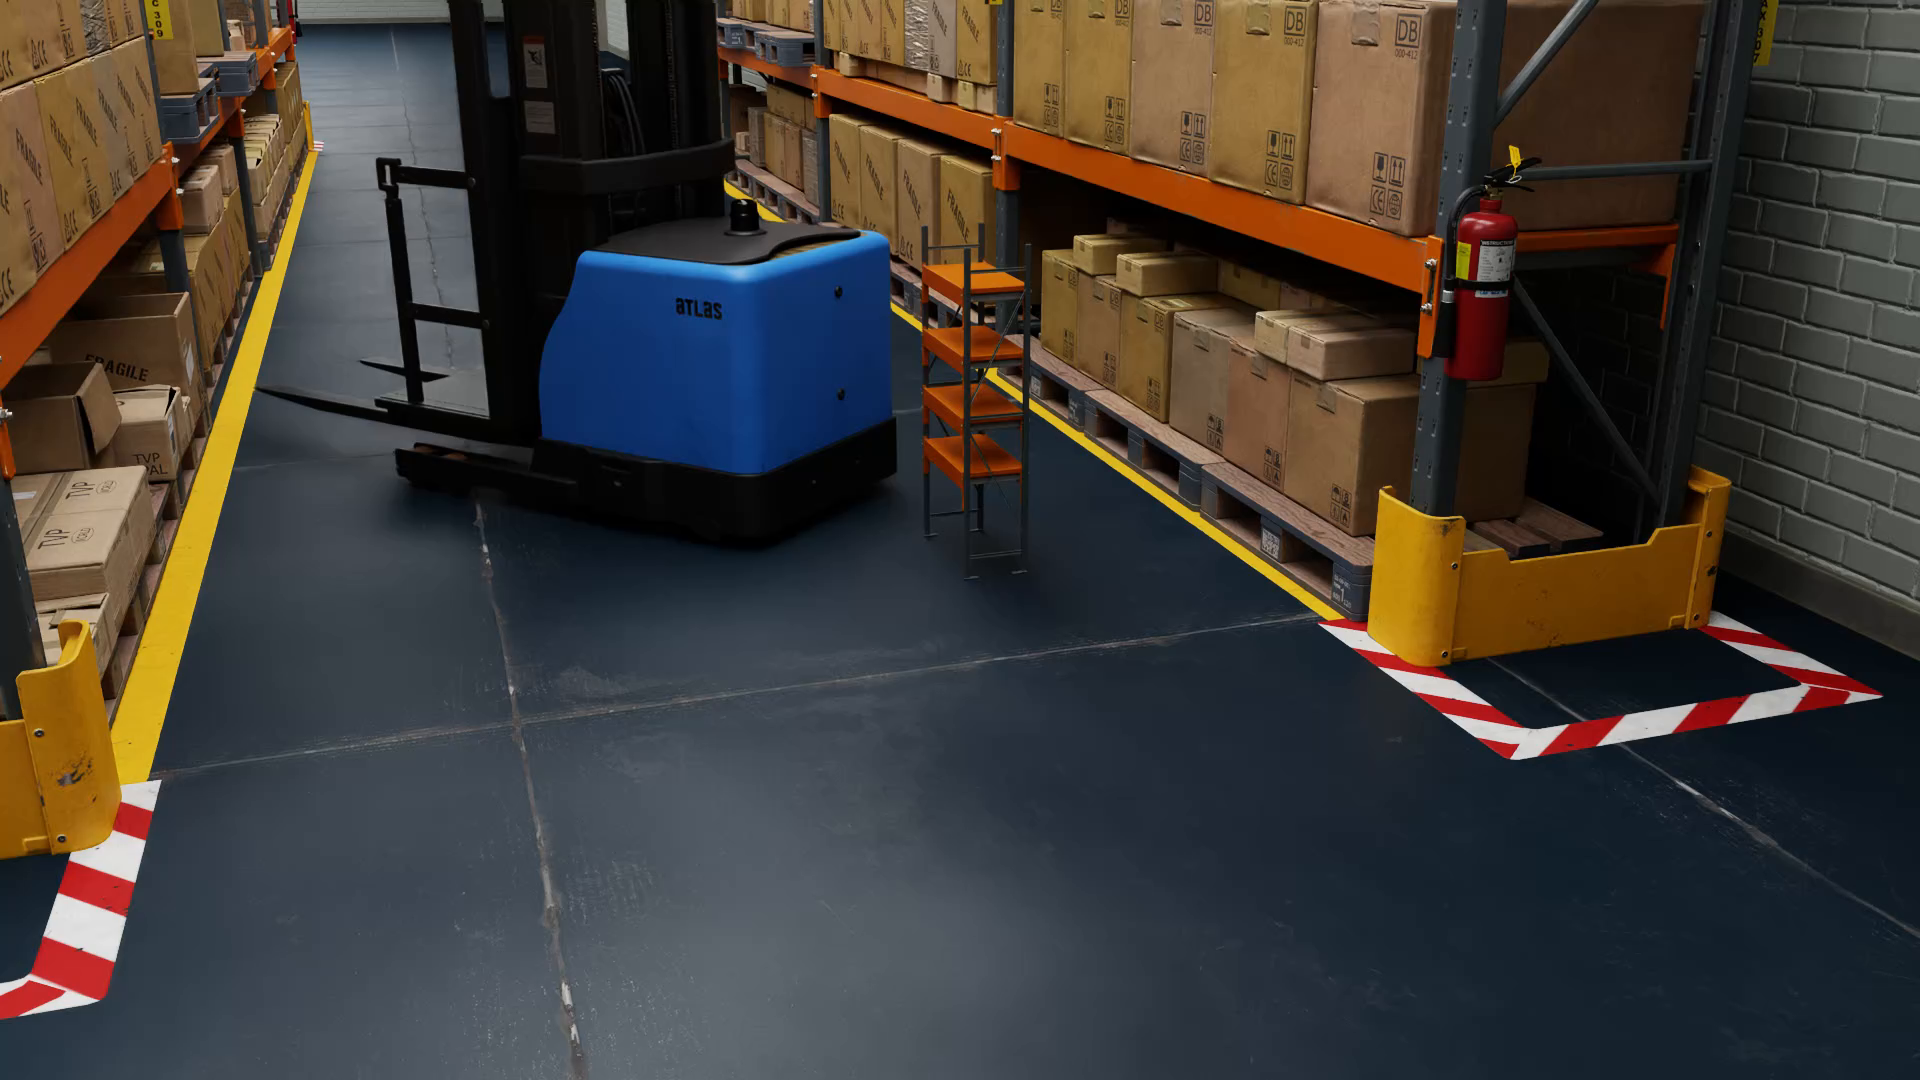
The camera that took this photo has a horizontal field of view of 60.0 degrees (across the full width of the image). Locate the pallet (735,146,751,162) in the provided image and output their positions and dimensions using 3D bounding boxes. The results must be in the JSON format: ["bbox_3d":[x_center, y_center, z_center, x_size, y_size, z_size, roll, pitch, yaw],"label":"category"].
[{"bbox_3d":[-2.075,-3.876,16.895,1.003,0.211,1.213,-6,21,-17],"label":"pallet"}]

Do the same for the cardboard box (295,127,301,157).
[{"bbox_3d":[-6.694,-3.855,16.160,0.500,0.250,0.500,-6,21,-17],"label":"cardboard box"}]

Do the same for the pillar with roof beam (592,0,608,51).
[{"bbox_3d":[-11.791,-14.270,32.832,9.100,9.000,0.400,-6,21,-17],"label":"pillar with roof beam"}]

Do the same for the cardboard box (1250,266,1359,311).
[{"bbox_3d":[1.455,-1.054,7.030,0.380,0.149,0.250,-6,21,-17],"label":"cardboard box"}]

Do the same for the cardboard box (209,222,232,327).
[{"bbox_3d":[-4.266,-1.425,8.992,0.500,0.500,0.500,-6,21,-17],"label":"cardboard box"}]

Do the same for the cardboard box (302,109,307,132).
[{"bbox_3d":[-7.340,-4.495,17.941,0.500,0.250,0.500,-6,21,-17],"label":"cardboard box"}]

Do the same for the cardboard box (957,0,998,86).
[{"bbox_3d":[0.300,-2.727,8.954,0.500,0.500,0.500,-7,21,-18],"label":"cardboard box"}]

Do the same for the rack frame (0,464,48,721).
[{"bbox_3d":[-2.760,-0.598,3.644,1.000,3.000,0.127,-6,21,-17],"label":"rack frame"}]

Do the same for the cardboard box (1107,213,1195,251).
[{"bbox_3d":[0.965,-1.552,8.418,0.380,0.149,0.250,-7,21,-18],"label":"cardboard box"}]

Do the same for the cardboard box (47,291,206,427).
[{"bbox_3d":[-3.569,-0.760,7.141,0.500,0.500,0.500,-6,21,-17],"label":"cardboard box"}]

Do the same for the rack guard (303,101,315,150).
[{"bbox_3d":[-7.797,-4.564,18.383,1.175,0.500,0.348,-6,21,-17],"label":"rack guard"}]

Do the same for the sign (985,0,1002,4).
[{"bbox_3d":[0.172,-2.856,8.335,0.100,0.325,0.005,-6,21,-17],"label":"sign"}]

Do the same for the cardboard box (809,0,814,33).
[{"bbox_3d":[-0.730,-4.097,12.586,0.700,0.500,0.500,-9,22,-24],"label":"cardboard box"}]

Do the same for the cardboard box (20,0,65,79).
[{"bbox_3d":[-2.973,-1.614,4.846,0.500,0.500,0.500,-6,21,-16],"label":"cardboard box"}]

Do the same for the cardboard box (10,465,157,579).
[{"bbox_3d":[-2.976,-0.037,5.498,0.500,0.250,0.500,-6,21,-17],"label":"cardboard box"}]

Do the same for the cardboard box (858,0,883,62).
[{"bbox_3d":[-0.353,-3.378,10.766,0.500,0.500,0.500,-6,21,-17],"label":"cardboard box"}]

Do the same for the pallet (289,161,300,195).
[{"bbox_3d":[-6.742,-3.396,15.560,1.003,0.211,1.213,-6,21,-17],"label":"pallet"}]

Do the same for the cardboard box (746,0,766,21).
[{"bbox_3d":[-1.534,-4.883,14.776,0.700,0.500,0.500,-4,20,-12],"label":"cardboard box"}]

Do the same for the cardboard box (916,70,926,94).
[{"bbox_3d":[-0.049,-2.791,10.092,0.380,0.149,0.250,-7,21,-19],"label":"cardboard box"}]

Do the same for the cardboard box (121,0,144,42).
[{"bbox_3d":[-3.613,-2.264,6.657,0.500,0.500,0.500,-6,21,-17],"label":"cardboard box"}]

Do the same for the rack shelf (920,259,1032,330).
[{"bbox_3d":[0.052,-0.881,5.933,0.258,0.148,0.480,-6,21,-17],"label":"rack shelf"}]

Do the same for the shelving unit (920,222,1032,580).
[{"bbox_3d":[0.052,-0.512,6.066,0.258,1.200,0.503,-6,21,-17],"label":"shelving unit"}]

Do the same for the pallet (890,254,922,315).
[{"bbox_3d":[-0.017,-1.729,10.917,1.003,0.211,1.213,-6,21,-17],"label":"pallet"}]

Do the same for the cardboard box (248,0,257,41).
[{"bbox_3d":[-6.849,-4.806,15.212,0.700,0.500,0.500,-7,21,-18],"label":"cardboard box"}]

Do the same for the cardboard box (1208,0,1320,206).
[{"bbox_3d":[1.532,-1.662,6.161,0.980,0.700,0.700,-7,21,-18],"label":"cardboard box"}]

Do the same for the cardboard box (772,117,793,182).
[{"bbox_3d":[-1.251,-3.444,14.615,0.700,0.500,0.500,-6,21,-17],"label":"cardboard box"}]

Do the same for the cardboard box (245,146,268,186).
[{"bbox_3d":[-5.334,-2.700,12.112,0.500,0.311,0.500,-7,21,-19],"label":"cardboard box"}]

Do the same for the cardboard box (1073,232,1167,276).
[{"bbox_3d":[0.756,-1.355,7.870,0.380,0.149,0.250,-6,21,-15],"label":"cardboard box"}]

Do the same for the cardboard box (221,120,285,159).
[{"bbox_3d":[-5.963,-3.351,13.924,0.500,0.311,0.500,-6,21,-16],"label":"cardboard box"}]

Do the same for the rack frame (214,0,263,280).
[{"bbox_3d":[-5.275,-3.165,10.792,1.000,3.000,0.127,-6,21,-17],"label":"rack frame"}]

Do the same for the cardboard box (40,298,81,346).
[{"bbox_3d":[-4.445,-1.040,7.922,0.500,0.500,0.500,-7,21,-17],"label":"cardboard box"}]

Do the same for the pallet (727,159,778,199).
[{"bbox_3d":[-1.584,-3.414,15.610,1.003,0.211,1.213,-6,21,-17],"label":"pallet"}]

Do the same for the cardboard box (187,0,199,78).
[{"bbox_3d":[-4.230,-2.516,8.215,0.700,0.500,0.500,-3,20,-9],"label":"cardboard box"}]

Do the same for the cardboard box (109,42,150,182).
[{"bbox_3d":[-3.453,-1.630,6.370,0.500,0.500,0.500,-6,21,-16],"label":"cardboard box"}]

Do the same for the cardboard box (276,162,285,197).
[{"bbox_3d":[-5.808,-2.924,13.565,0.500,0.250,0.500,-6,21,-16],"label":"cardboard box"}]

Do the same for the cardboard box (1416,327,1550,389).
[{"bbox_3d":[1.855,-0.647,5.898,0.380,0.149,0.250,-6,21,-17],"label":"cardboard box"}]

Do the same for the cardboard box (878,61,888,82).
[{"bbox_3d":[-0.330,-3.128,11.029,0.380,0.149,0.250,-6,21,-16],"label":"cardboard box"}]

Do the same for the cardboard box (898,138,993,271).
[{"bbox_3d":[0.074,-2.075,10.314,0.750,0.750,0.750,-6,21,-16],"label":"cardboard box"}]

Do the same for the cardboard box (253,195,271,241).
[{"bbox_3d":[-5.161,-2.268,11.740,0.500,0.250,0.500,-6,21,-17],"label":"cardboard box"}]

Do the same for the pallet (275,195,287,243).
[{"bbox_3d":[-5.876,-2.512,13.098,1.003,0.211,1.213,-6,21,-17],"label":"pallet"}]

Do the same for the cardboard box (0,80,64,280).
[{"bbox_3d":[-2.817,-0.980,4.561,0.500,0.500,0.500,-7,21,-18],"label":"cardboard box"}]

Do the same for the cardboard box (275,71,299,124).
[{"bbox_3d":[-6.854,-4.369,16.479,0.500,0.500,0.500,-6,21,-17],"label":"cardboard box"}]

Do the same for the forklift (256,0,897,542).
[{"bbox_3d":[-1.801,-1.720,6.870,3.031,2.935,1.130,11,23,28],"label":"forklift"}]

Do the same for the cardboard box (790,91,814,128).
[{"bbox_3d":[-1.135,-3.656,14.095,0.500,0.250,0.500,-6,21,-17],"label":"cardboard box"}]

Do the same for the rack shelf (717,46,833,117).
[{"bbox_3d":[-1.202,-3.996,14.169,1.077,0.370,4.000,-6,21,-17],"label":"rack shelf"}]

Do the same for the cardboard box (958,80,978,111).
[{"bbox_3d":[0.207,-2.457,9.162,0.380,0.149,0.250,-6,21,-16],"label":"cardboard box"}]

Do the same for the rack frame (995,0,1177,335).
[{"bbox_3d":[0.684,-2.409,8.686,1.000,3.000,0.127,-6,21,-17],"label":"rack frame"}]

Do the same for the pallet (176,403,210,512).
[{"bbox_3d":[-3.803,-0.349,7.075,1.003,0.211,1.213,-6,21,-17],"label":"pallet"}]

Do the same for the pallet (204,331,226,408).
[{"bbox_3d":[-4.309,-0.826,8.405,1.003,0.211,1.213,-6,21,-17],"label":"pallet"}]

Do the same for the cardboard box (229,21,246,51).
[{"bbox_3d":[-6.081,-4.123,13.657,0.396,0.266,0.258,-7,21,-19],"label":"cardboard box"}]

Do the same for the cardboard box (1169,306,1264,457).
[{"bbox_3d":[1.310,-0.683,6.956,0.700,0.500,0.500,-7,21,-19],"label":"cardboard box"}]

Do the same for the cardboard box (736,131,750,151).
[{"bbox_3d":[-2.027,-4.019,16.708,0.380,0.166,0.250,-9,22,-24],"label":"cardboard box"}]
